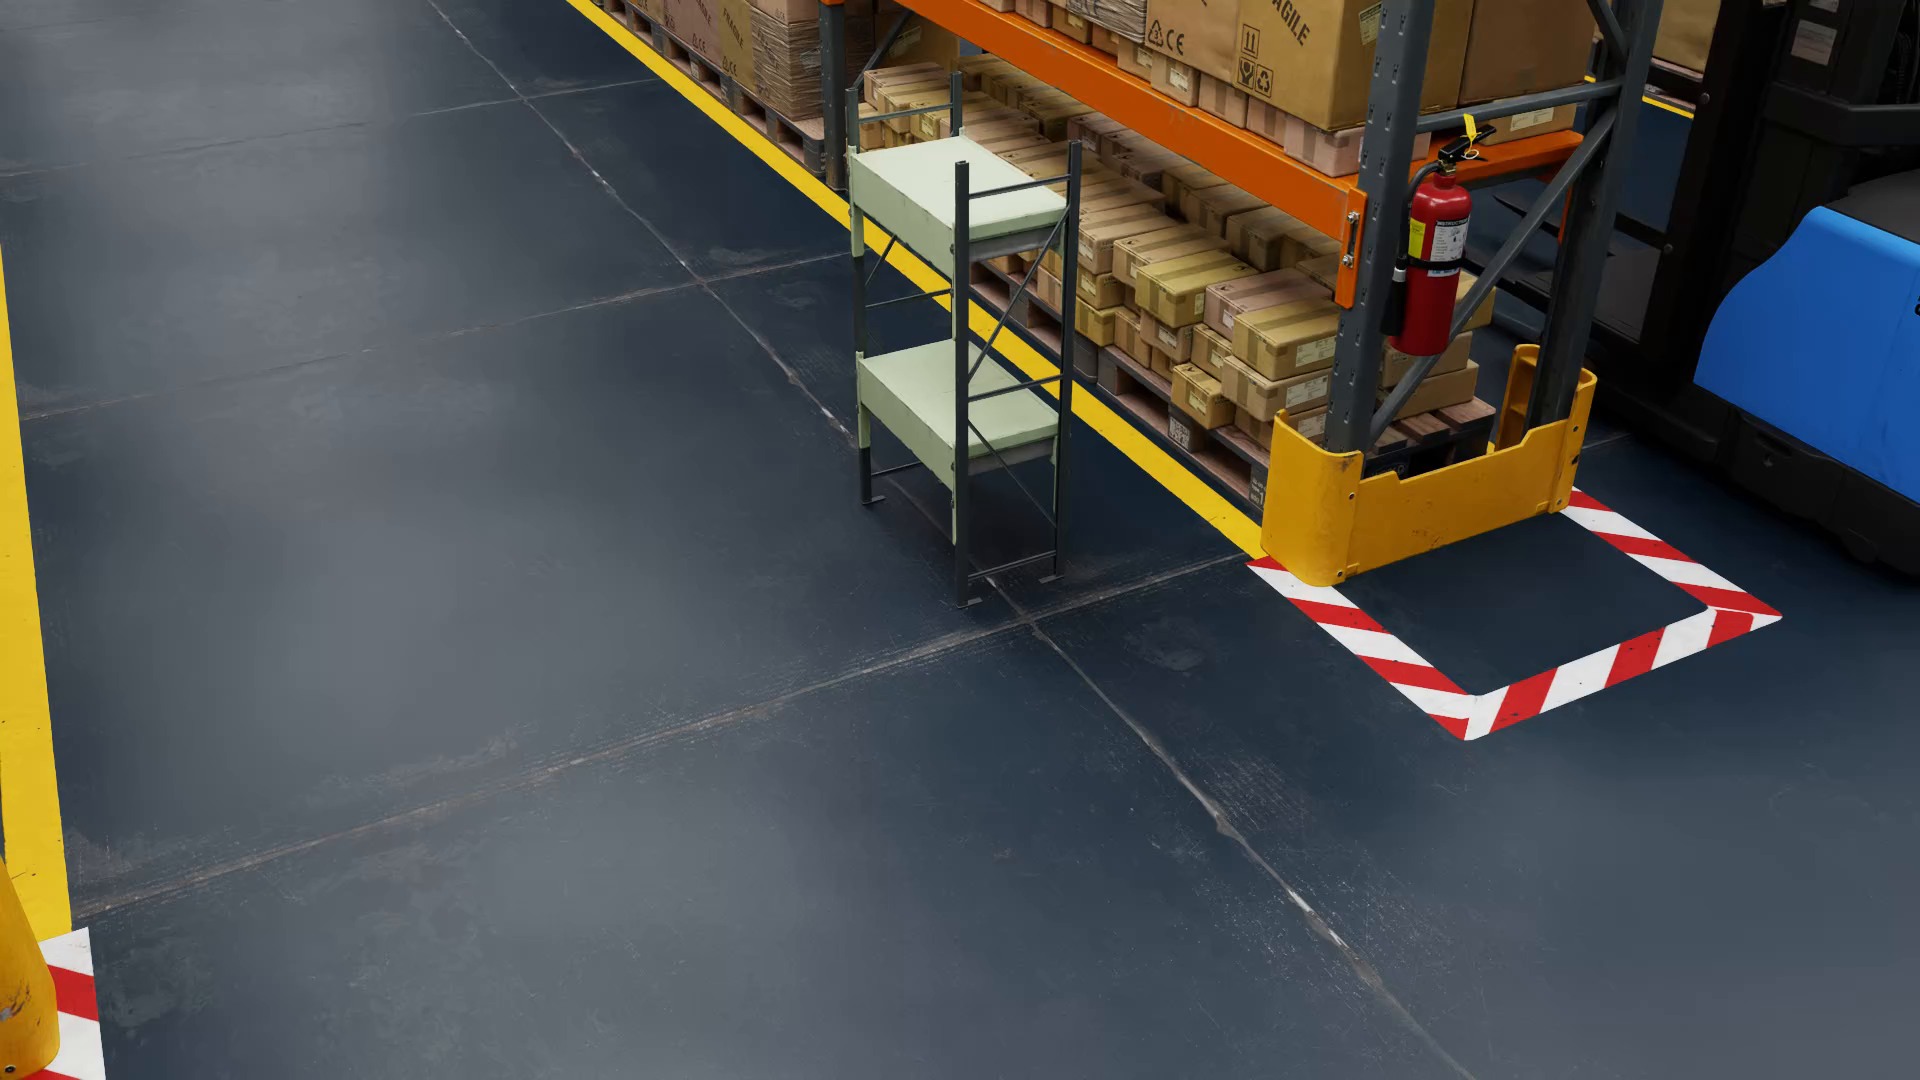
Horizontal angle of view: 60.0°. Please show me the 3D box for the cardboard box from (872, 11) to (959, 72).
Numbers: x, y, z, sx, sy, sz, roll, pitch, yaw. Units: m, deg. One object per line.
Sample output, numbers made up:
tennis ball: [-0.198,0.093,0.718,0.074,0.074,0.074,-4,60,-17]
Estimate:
cardboard box: [-0.333,-2.739,9.172,0.500,0.500,0.500,-14,35,-21]

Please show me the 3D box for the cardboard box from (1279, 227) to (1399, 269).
cardboard box: [1.459,-1.103,6.392,0.380,0.149,0.250,-16,36,-23]

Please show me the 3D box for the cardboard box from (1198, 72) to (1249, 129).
cardboard box: [1.027,-1.509,5.558,0.380,0.149,0.250,-16,36,-24]

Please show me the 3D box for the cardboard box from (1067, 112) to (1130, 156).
cardboard box: [0.710,-1.839,7.543,0.380,0.149,0.250,-18,37,-25]

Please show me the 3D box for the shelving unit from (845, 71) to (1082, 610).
shelving unit: [-0.003,-0.635,5.350,0.431,1.500,0.755,-16,36,-23]

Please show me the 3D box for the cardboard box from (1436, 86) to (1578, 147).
cardboard box: [1.781,-1.418,5.415,0.380,0.149,0.250,-16,36,-23]

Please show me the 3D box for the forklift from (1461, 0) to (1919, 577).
forklift: [2.938,-1.888,5.980,1.130,2.935,3.031,-15,35,-21]

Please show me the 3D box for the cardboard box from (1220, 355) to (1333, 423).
cardboard box: [1.143,-0.568,5.834,0.380,0.149,0.250,-17,36,-24]

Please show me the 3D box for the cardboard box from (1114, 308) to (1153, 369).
cardboard box: [0.829,-0.821,6.504,0.380,0.149,0.250,-15,36,-23]

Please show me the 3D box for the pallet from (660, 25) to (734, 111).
pallet: [-1.160,-2.975,10.198,1.003,0.211,1.213,-16,36,-23]

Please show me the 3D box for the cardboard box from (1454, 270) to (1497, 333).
cardboard box: [1.698,-0.849,5.996,0.380,0.149,0.250,-18,37,-25]

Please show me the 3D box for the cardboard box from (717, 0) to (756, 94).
cardboard box: [-1.030,-2.854,9.353,0.500,0.500,0.500,-17,36,-24]

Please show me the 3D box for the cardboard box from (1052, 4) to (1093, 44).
cardboard box: [0.579,-2.024,6.362,0.380,0.149,0.250,-15,36,-22]

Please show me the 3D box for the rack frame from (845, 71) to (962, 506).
rack frame: [-0.174,-0.809,5.623,0.400,1.500,0.023,-16,36,-23]

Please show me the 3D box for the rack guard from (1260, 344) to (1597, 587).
rack guard: [1.606,-0.270,5.708,1.175,0.500,0.348,-16,36,-23]

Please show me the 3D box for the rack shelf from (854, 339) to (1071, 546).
rack shelf: [-0.003,-0.360,5.526,0.431,0.370,0.720,-16,36,-23]

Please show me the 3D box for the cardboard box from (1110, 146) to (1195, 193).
cardboard box: [0.865,-1.568,7.118,0.380,0.149,0.250,-16,36,-23]

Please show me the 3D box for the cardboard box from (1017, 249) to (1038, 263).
cardboard box: [0.390,-1.311,6.993,0.380,0.149,0.250,-15,36,-23]

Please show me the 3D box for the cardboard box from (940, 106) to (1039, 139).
cardboard box: [0.133,-1.832,7.531,0.380,0.149,0.250,-17,36,-24]

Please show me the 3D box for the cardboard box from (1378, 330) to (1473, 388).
cardboard box: [1.625,-0.703,6.044,0.380,0.149,0.250,-14,35,-21]

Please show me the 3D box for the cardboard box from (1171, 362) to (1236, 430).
cardboard box: [1.002,-0.559,6.095,0.380,0.149,0.250,-15,35,-22]

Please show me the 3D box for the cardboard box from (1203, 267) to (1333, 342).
cardboard box: [1.104,-0.837,5.977,0.380,0.149,0.250,-15,36,-22]

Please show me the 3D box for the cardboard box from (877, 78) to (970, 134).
cardboard box: [-0.170,-2.059,7.886,0.380,0.149,0.250,-14,35,-21]

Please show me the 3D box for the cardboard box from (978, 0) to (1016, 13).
cardboard box: [0.276,-2.256,6.723,0.380,0.149,0.250,-14,35,-21]

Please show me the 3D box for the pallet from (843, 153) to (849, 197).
pallet: [0.121,-1.710,8.223,1.003,0.211,1.213,-16,36,-23]

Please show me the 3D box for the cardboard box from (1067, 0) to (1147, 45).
cardboard box: [0.724,-2.090,5.863,0.500,0.500,0.500,-16,36,-23]

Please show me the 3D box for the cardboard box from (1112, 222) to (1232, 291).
cardboard box: [0.807,-1.068,6.338,0.380,0.149,0.250,-17,37,-25]

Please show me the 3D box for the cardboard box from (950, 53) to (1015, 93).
cardboard box: [0.173,-2.318,8.289,0.380,0.149,0.250,-15,36,-22]

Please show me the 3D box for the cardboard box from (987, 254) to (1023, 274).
cardboard box: [0.303,-1.308,7.265,0.380,0.149,0.250,-17,36,-24]

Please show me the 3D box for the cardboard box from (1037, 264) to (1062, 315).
cardboard box: [0.545,-1.063,6.881,0.380,0.149,0.250,-15,36,-22]

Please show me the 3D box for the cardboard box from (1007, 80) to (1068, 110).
cardboard box: [0.450,-2.089,7.932,0.380,0.149,0.250,-16,36,-24]

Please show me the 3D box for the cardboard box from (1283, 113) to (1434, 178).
cardboard box: [1.240,-1.265,5.177,0.380,0.149,0.250,-16,36,-23]

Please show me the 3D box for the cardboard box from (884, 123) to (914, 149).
cardboard box: [-0.140,-1.945,7.983,0.380,0.149,0.250,-16,36,-23]

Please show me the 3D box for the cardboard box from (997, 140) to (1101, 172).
cardboard box: [0.380,-1.581,7.139,0.380,0.149,0.250,-17,37,-25]

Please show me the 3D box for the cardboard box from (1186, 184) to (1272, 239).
cardboard box: [1.149,-1.335,6.755,0.380,0.149,0.250,-14,35,-21]

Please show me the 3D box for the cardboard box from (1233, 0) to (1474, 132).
cardboard box: [1.205,-1.603,5.104,0.500,0.500,0.500,-15,36,-22]

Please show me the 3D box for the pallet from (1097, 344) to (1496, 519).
pallet: [1.259,-0.545,6.405,1.003,0.211,1.213,-16,36,-23]

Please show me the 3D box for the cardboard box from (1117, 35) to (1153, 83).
cardboard box: [0.790,-1.758,5.947,0.380,0.149,0.250,-18,37,-25]

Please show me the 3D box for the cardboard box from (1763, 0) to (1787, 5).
cardboard box: [4.868,-2.912,9.095,0.875,0.875,0.875,-16,36,-23]

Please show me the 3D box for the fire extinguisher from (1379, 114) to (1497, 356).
fire extinguisher: [1.351,-0.861,4.730,0.296,0.674,0.183,-16,36,-23]

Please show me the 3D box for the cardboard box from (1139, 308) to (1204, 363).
cardboard box: [0.899,-0.816,6.220,0.380,0.149,0.250,-17,37,-25]

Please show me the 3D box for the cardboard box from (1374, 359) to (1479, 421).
cardboard box: [1.681,-0.593,6.149,0.380,0.149,0.250,-15,36,-22]

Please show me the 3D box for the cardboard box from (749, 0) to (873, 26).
cardboard box: [-0.794,-2.927,8.771,0.500,0.250,0.500,-17,36,-24]

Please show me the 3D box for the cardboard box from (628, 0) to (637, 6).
cardboard box: [-1.984,-3.827,10.870,0.500,0.500,0.500,-17,37,-25]

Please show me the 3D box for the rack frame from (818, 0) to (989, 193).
rack frame: [-0.223,-3.195,7.957,1.000,3.000,0.127,-16,36,-23]

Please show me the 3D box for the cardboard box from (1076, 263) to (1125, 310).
cardboard box: [0.647,-1.060,6.601,0.380,0.149,0.250,-15,36,-22]

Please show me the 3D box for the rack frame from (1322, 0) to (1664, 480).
rack frame: [1.642,-1.286,4.977,1.000,3.000,0.127,-16,36,-23]

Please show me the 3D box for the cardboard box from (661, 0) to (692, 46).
cardboard box: [-1.503,-3.344,10.117,0.500,0.500,0.500,-17,36,-24]

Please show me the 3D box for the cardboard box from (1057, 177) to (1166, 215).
cardboard box: [0.607,-1.336,6.756,0.380,0.149,0.250,-17,36,-25]
